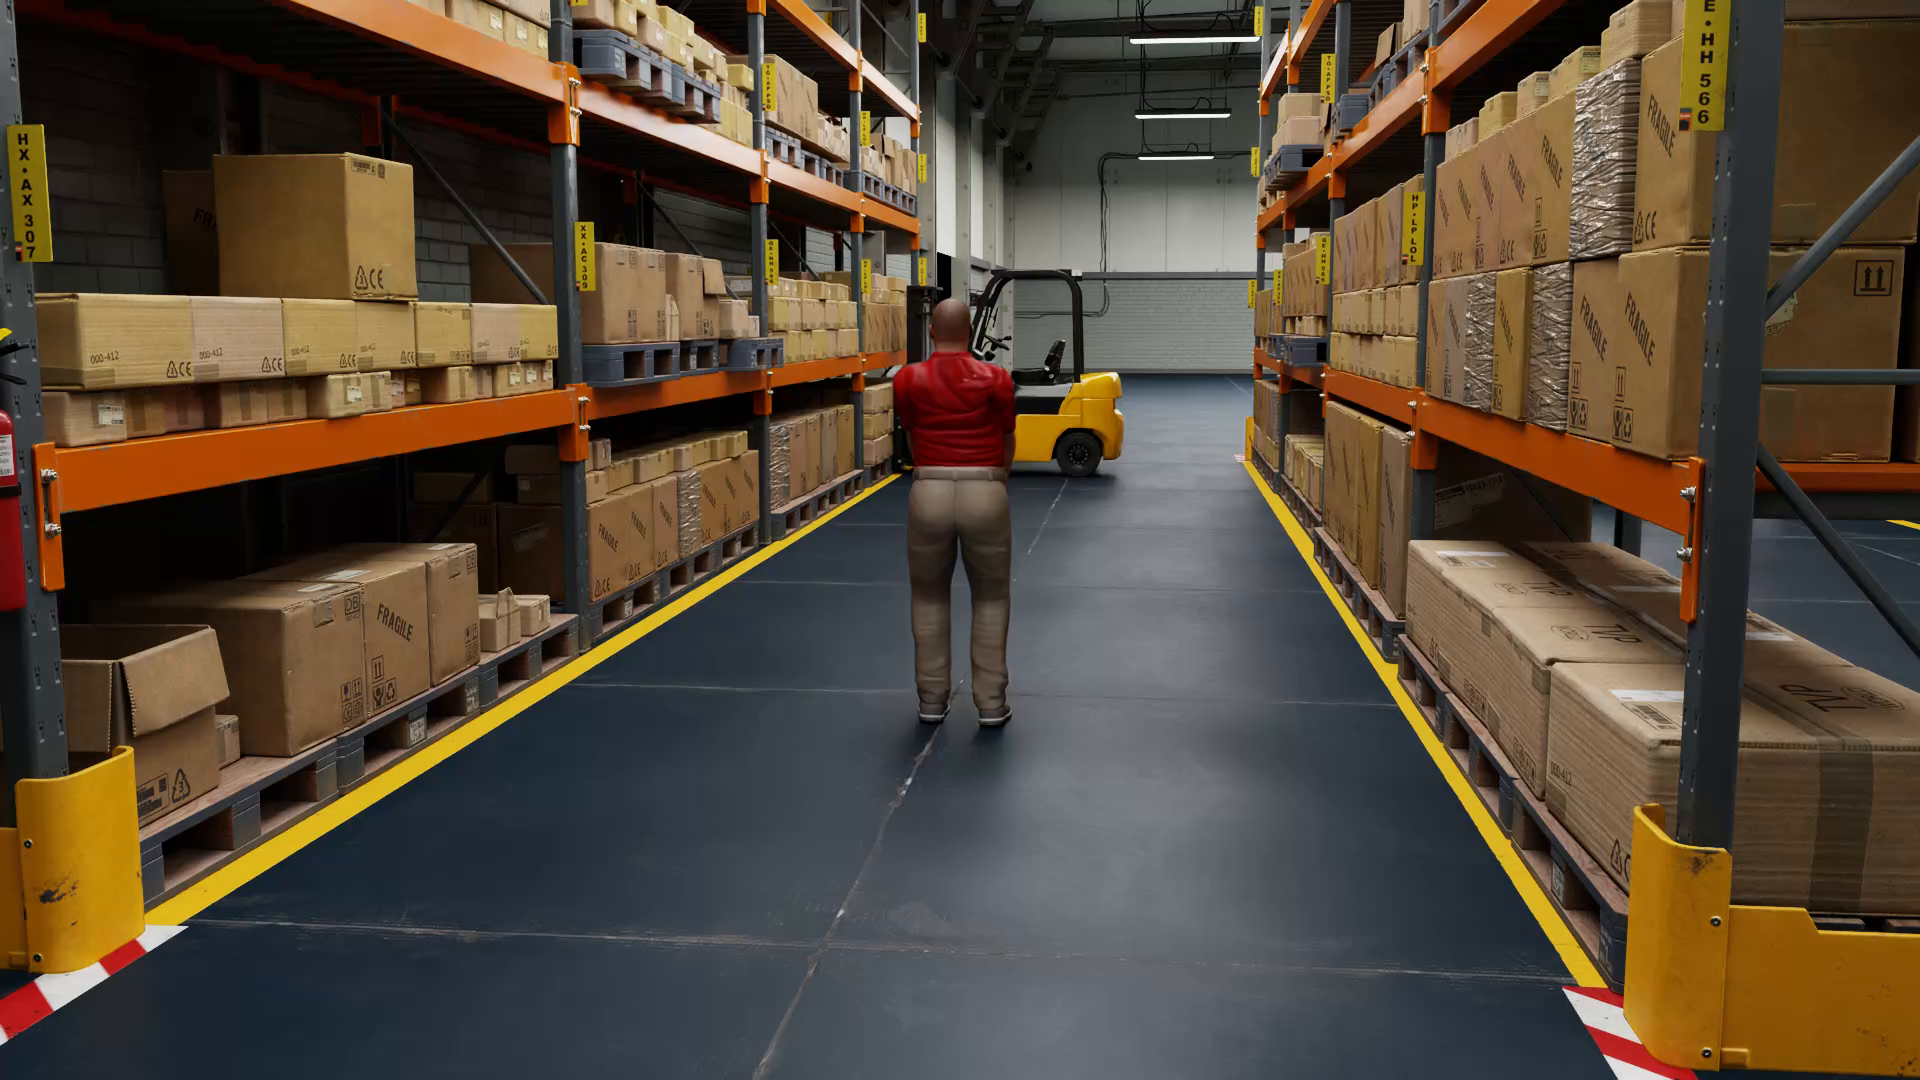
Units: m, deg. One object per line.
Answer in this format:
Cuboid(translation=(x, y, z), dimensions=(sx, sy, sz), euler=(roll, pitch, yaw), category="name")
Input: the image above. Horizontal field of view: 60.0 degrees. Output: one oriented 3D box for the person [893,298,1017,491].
Cuboid(translation=(-0.007, -0.550, 6.751), dimensions=(0.494, 0.852, 0.523), euler=(1, 8, 7), category="person")
